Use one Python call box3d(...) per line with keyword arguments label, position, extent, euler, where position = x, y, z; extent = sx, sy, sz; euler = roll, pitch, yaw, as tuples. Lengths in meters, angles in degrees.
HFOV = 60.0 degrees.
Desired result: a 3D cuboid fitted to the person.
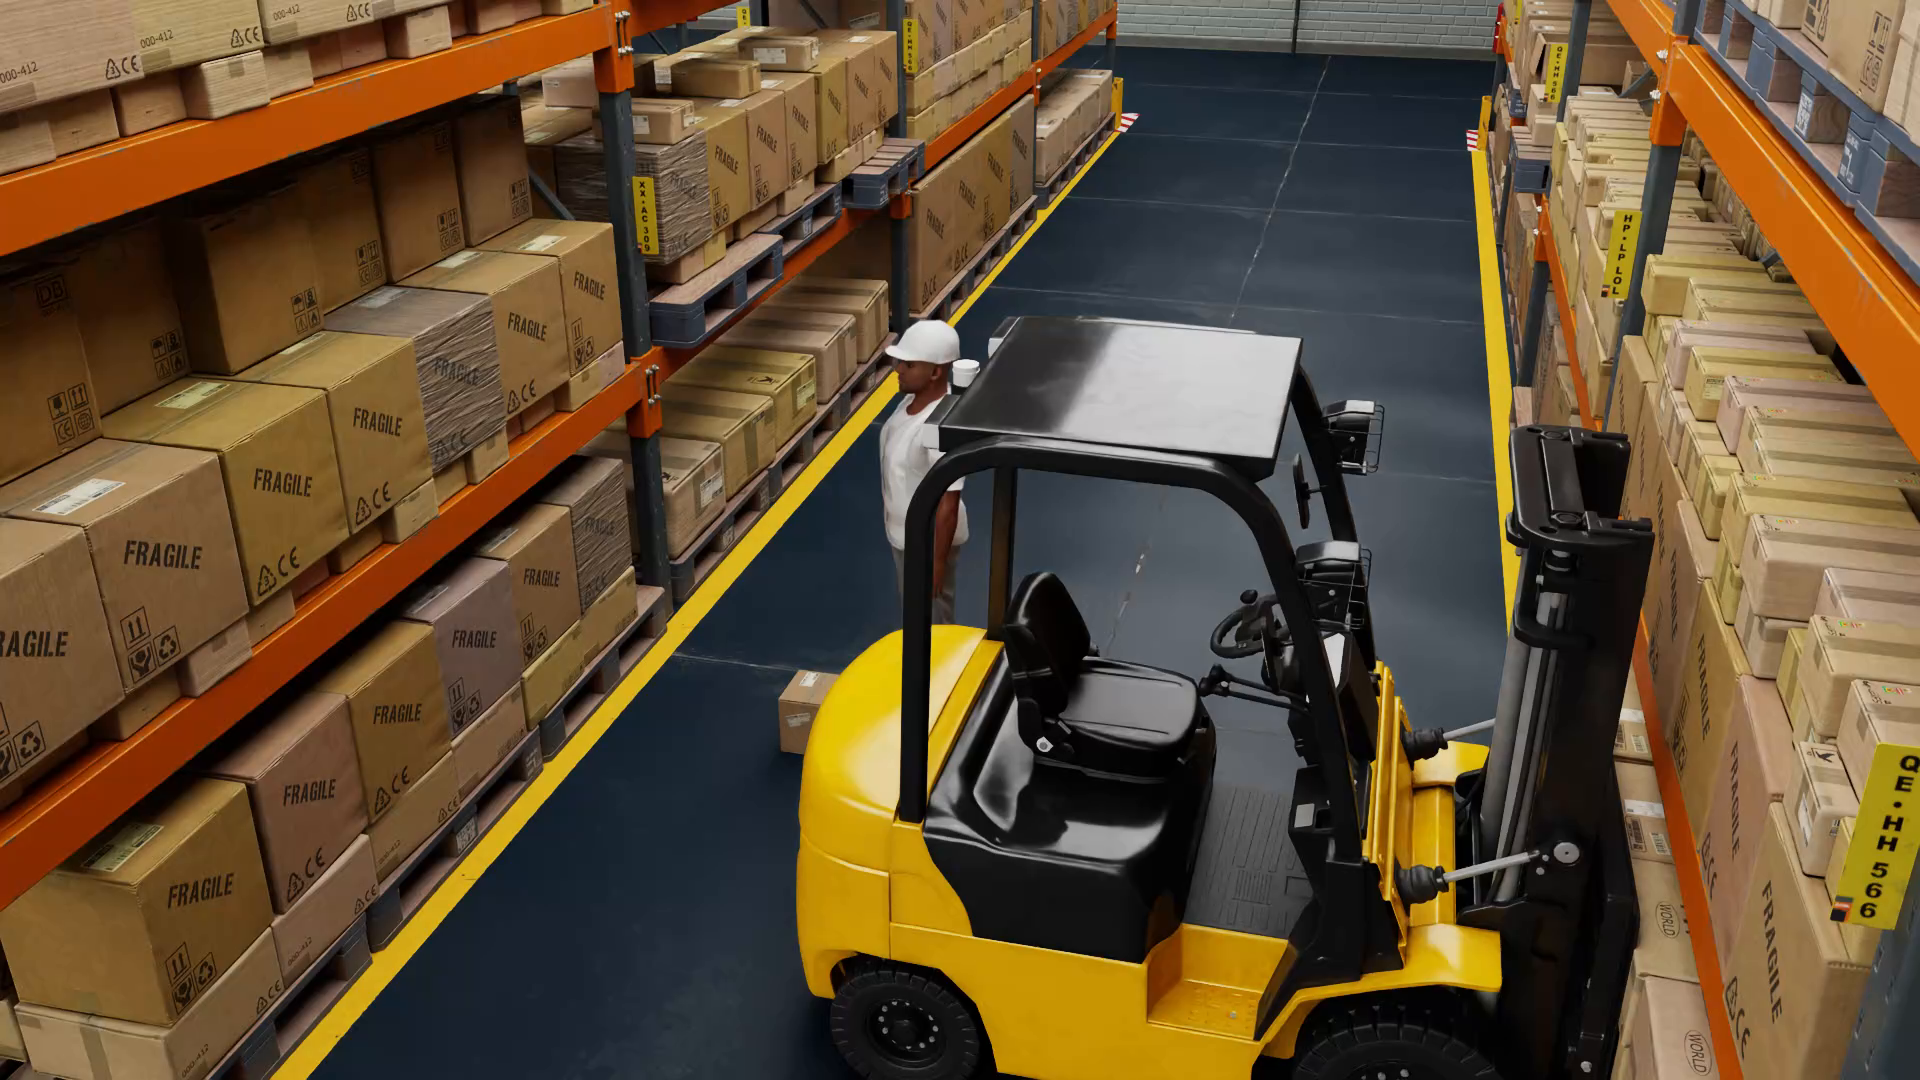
box3d(label="person", position=(-0.137, -0.020, 6.612), extent=(0.340, 1.765, 0.561), euler=(-6, 26, -12))
